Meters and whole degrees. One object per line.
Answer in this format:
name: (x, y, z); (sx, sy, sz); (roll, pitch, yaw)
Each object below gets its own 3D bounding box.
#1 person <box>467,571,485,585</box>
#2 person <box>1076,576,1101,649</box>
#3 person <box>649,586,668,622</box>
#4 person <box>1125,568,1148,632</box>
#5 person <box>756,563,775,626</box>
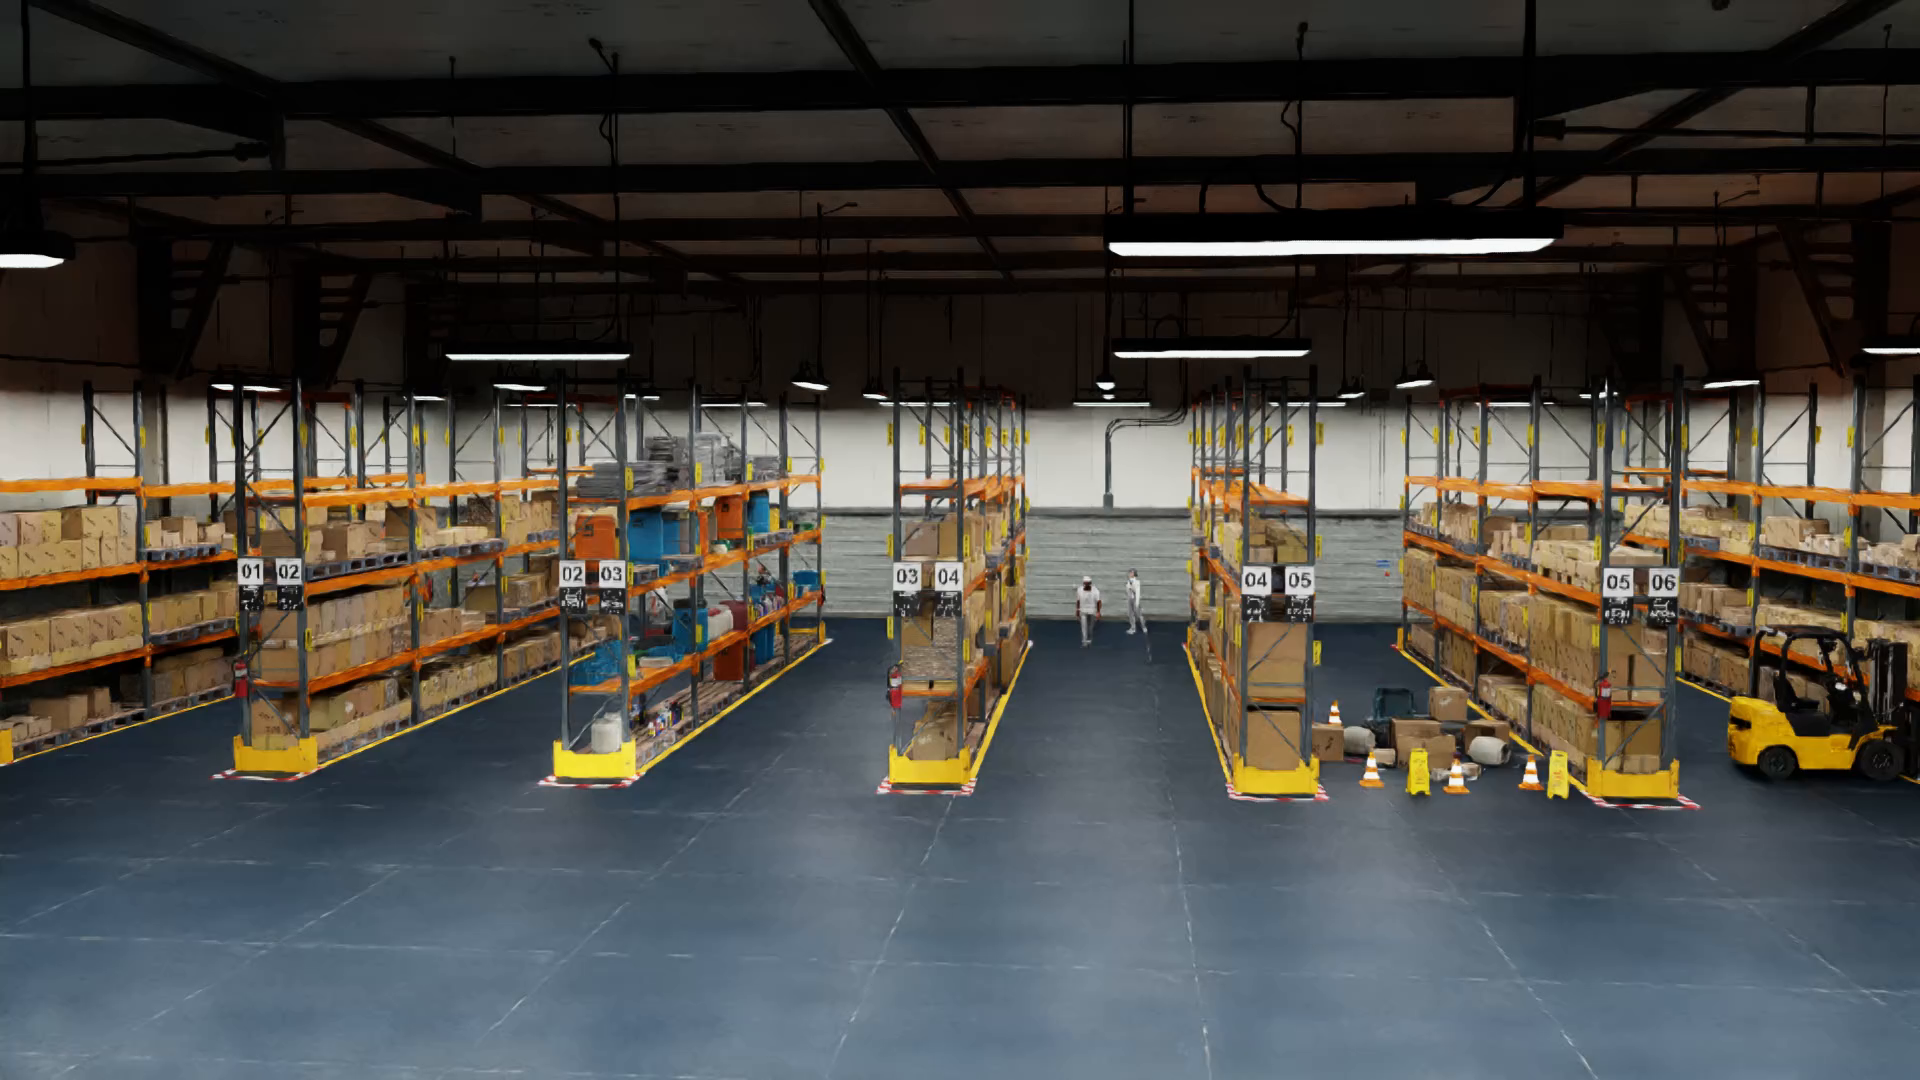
person: (-12.388, 1.555, 42.630); (0.505, 1.564, 1.063); (0, 4, -4)
person: (3.050, 1.695, 39.475); (0.589, 1.716, 1.043); (0, 4, 4)
person: (-7.237, 1.633, 39.881); (0.423, 1.761, 0.609); (1, 4, 17)
person: (4.516, 1.529, 42.597); (0.512, 1.657, 0.571); (-1, 4, -21)
person: (-5.062, 1.459, 43.091); (0.499, 1.706, 0.580); (-2, 4, -27)
